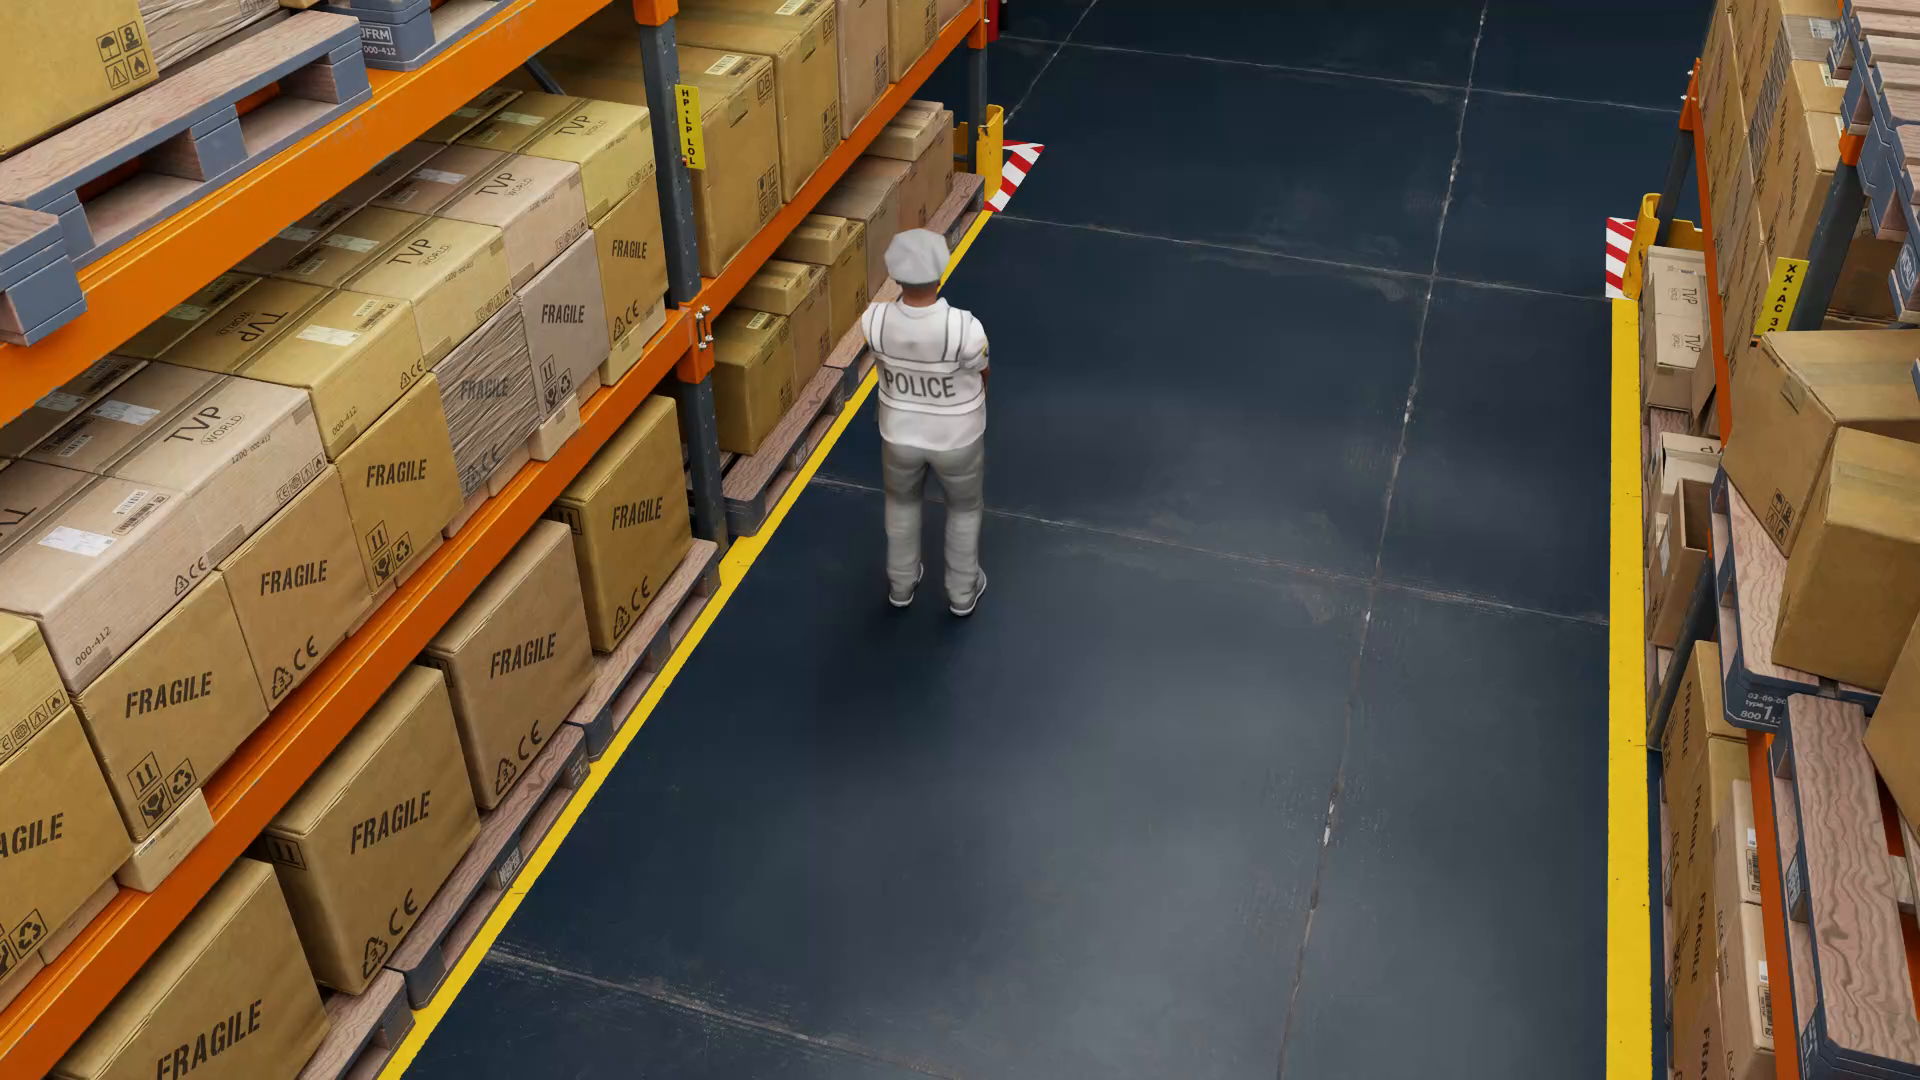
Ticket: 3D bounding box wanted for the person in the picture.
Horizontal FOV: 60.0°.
[{"bbox_3d":[-0.114,-0.503,6.800,0.493,1.767,0.566,7,37,10],"label":"person"}]
